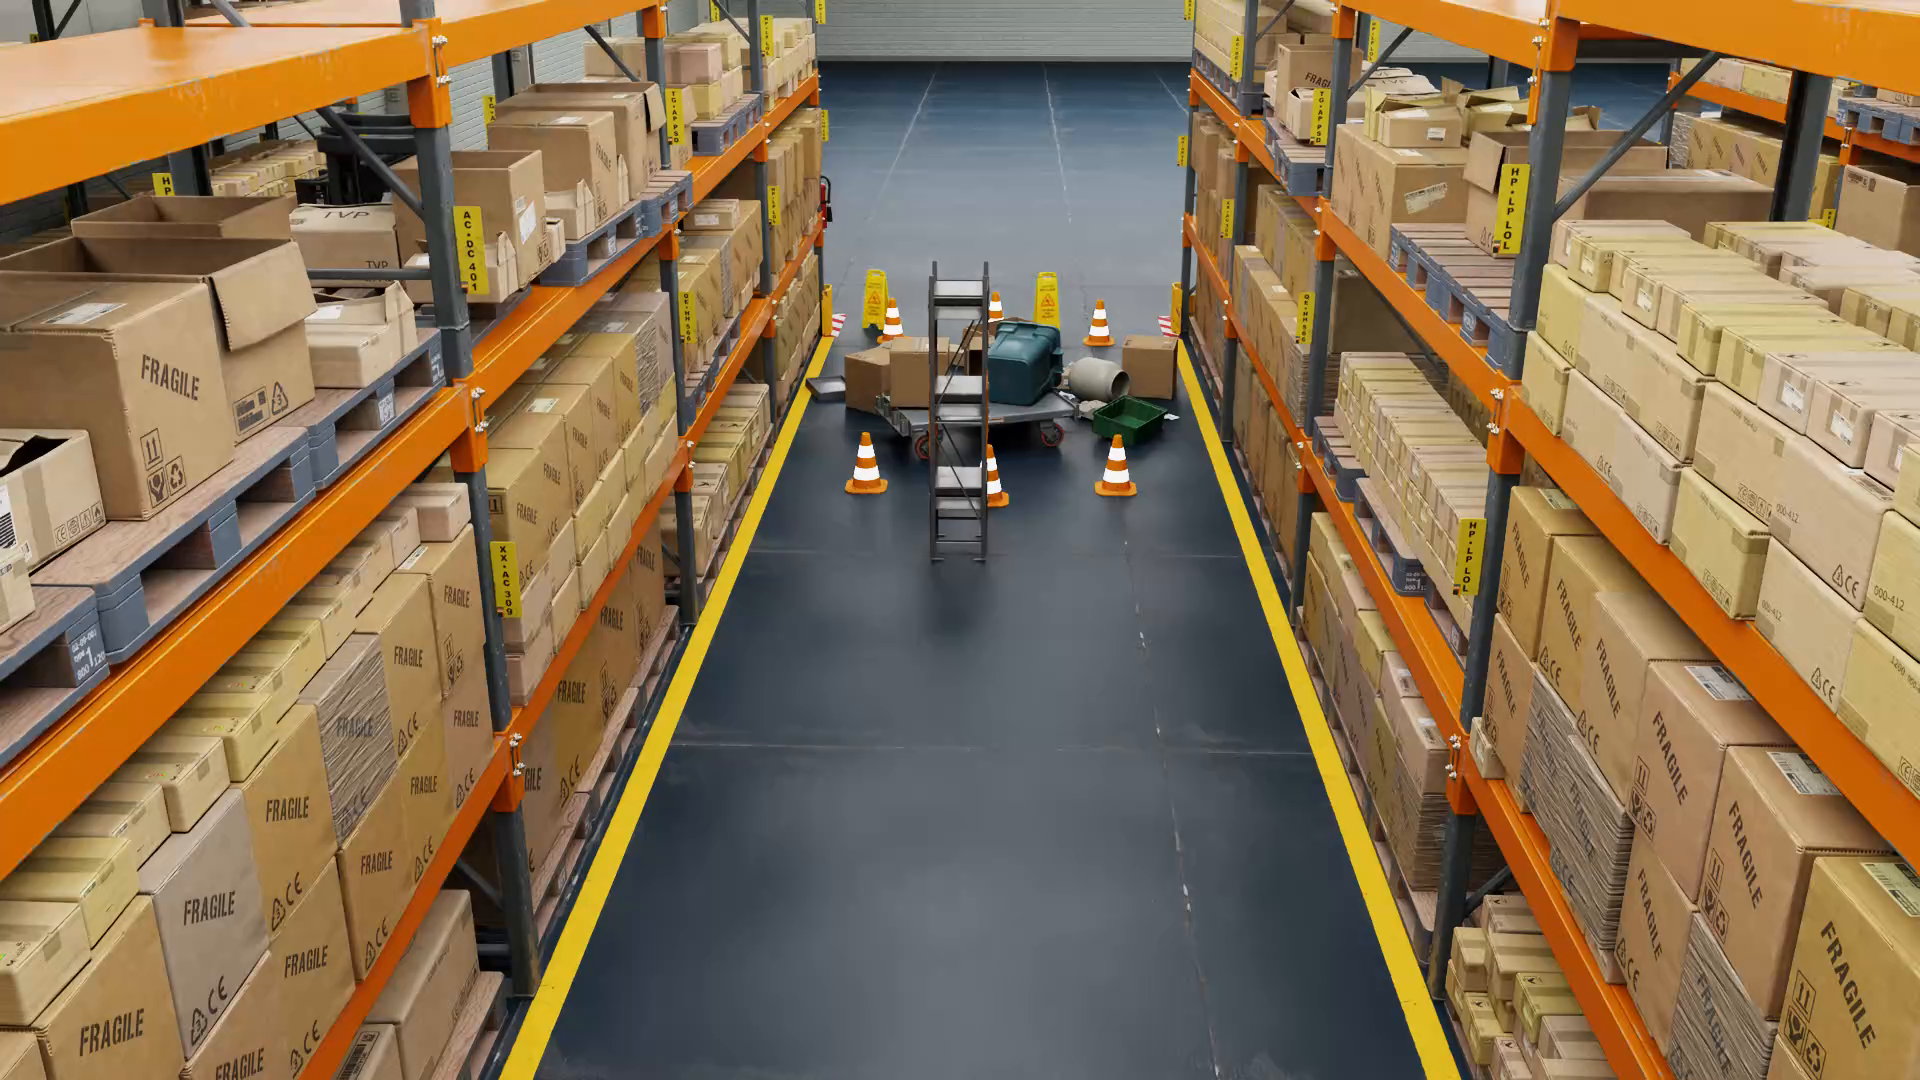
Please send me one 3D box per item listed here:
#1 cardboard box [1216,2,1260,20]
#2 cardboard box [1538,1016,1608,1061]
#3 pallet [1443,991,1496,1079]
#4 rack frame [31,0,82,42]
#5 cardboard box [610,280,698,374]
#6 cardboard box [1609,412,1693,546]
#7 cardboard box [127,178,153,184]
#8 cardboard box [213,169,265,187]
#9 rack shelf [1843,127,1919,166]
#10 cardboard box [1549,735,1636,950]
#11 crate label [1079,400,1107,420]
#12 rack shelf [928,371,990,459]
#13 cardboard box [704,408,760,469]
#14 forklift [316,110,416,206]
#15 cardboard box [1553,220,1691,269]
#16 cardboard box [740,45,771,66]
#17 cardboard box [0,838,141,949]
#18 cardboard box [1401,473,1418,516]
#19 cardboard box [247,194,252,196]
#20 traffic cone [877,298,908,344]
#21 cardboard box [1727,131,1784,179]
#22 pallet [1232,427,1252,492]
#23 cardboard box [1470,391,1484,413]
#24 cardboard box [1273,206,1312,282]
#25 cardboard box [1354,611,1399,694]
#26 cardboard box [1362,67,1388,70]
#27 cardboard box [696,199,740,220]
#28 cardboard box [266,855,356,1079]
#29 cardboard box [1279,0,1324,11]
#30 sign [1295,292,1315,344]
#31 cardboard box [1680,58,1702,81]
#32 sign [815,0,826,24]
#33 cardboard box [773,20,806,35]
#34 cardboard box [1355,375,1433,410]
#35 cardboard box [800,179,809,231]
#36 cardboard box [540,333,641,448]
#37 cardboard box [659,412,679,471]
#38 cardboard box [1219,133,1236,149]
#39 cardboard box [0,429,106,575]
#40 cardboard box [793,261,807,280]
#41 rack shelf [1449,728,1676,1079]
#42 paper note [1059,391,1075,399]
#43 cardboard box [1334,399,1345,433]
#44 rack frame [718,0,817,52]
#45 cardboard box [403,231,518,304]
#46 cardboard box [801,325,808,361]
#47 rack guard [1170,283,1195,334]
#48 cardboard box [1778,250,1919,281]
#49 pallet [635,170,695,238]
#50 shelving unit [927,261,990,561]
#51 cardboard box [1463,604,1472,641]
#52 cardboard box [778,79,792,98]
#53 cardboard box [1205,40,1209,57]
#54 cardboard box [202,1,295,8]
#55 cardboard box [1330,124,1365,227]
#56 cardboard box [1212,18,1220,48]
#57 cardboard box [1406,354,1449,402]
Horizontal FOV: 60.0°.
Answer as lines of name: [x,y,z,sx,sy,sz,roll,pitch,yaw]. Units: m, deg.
cardboard box: [2.560,-4.860,15.286,0.380,0.149,0.250,1,21,2]
cardboard box: [2.350,1.877,6.083,0.380,0.149,0.250,0,21,0]
pallet: [2.593,2.157,6.679,1.003,0.211,1.213,1,21,2]
rack frame: [-7.091,-5.147,13.355,1.000,3.000,0.127,1,21,2]
cardboard box: [-2.006,-1.392,10.840,0.500,0.500,0.500,0,21,0]
cardboard box: [2.259,-0.181,4.910,0.500,0.250,0.500,2,21,4]
cardboard box: [-7.394,-3.234,15.271,0.380,0.149,0.250,0,21,1]
cardboard box: [-6.824,-3.417,15.742,0.380,0.149,0.250,1,21,1]
rack shelf: [7.715,-2.528,11.745,1.077,0.370,4.000,1,21,2]
cardboard box: [2.252,0.965,5.346,0.500,0.500,0.500,0,21,0]
crate label: [1.240,-1.204,15.443,0.298,0.136,0.250,-16,26,-35]
rack shelf: [-0.005,-0.906,12.000,0.431,0.518,0.480,1,21,2]
cardboard box: [-2.161,-0.818,13.543,0.950,0.372,0.625,2,21,5]
forklift: [-4.518,-2.165,14.056,1.130,2.935,3.031,1,21,2]
cardboard box: [2.327,-1.032,5.859,0.380,0.149,0.250,0,21,1]
cardboard box: [-1.793,-4.061,13.945,0.380,0.149,0.250,0,21,1]
cardboard box: [-2.157,0.818,3.858,0.380,0.149,0.250,0,21,0]
cardboard box: [2.430,-0.227,8.322,0.380,0.149,0.250,1,21,2]
cardboard box: [-6.750,-3.088,15.307,0.380,0.149,0.250,1,21,3]
traffic cone: [-0.731,-2.391,18.052,0.336,0.463,0.334,1,21,2]
cardboard box: [7.564,-3.548,15.594,0.500,0.500,0.500,1,21,2]
pallet: [2.874,-0.699,14.040,1.003,0.211,1.213,1,21,2]
cardboard box: [3.126,-0.821,9.443,0.380,0.149,0.250,1,21,3]
cardboard box: [2.783,-2.244,12.644,0.700,0.500,0.500,1,21,2]
cardboard box: [2.379,0.584,8.715,0.500,0.250,0.500,0,21,-1]
cardboard box: [3.004,-3.401,12.490,0.500,0.250,0.500,0,21,1]
cardboard box: [-1.925,-2.562,12.958,0.380,0.149,0.250,0,21,0]
cardboard box: [-2.173,1.276,4.954,0.500,0.500,0.500,1,21,3]
cardboard box: [3.233,-5.036,15.740,0.380,0.149,0.250,0,21,1]
sign: [2.145,-1.378,10.332,0.100,0.325,0.005,1,21,2]
cardboard box: [7.625,-4.792,16.792,0.500,0.250,0.500,1,21,3]
sign: [-1.453,-5.541,17.293,0.100,0.325,0.005,1,21,2]
cardboard box: [-1.769,-5.178,16.826,0.380,0.149,0.250,1,21,3]
cardboard box: [2.475,-0.838,9.487,0.380,0.149,0.250,1,21,1]
cardboard box: [-1.787,-3.368,16.512,0.500,0.500,0.500,1,21,1]
cardboard box: [-2.034,-0.809,8.946,0.500,0.500,0.500,1,21,2]
cardboard box: [-2.007,-0.595,10.124,0.500,0.250,0.500,0,21,0]
cardboard box: [2.930,-3.571,15.886,0.875,0.550,0.500,1,21,2]
cardboard box: [-2.399,-0.098,3.893,0.500,0.311,0.500,1,21,3]
cardboard box: [-1.736,-2.697,16.621,0.380,0.149,0.250,2,21,4]
rack shelf: [2.518,1.672,5.068,1.077,0.370,4.000,1,21,2]
paper note: [1.034,-1.403,16.112,0.172,0.023,0.155,8,23,20]
cardboard box: [2.485,-0.752,10.087,0.380,0.149,0.250,0,21,1]
rack frame: [-2.007,-6.540,16.945,1.000,3.000,0.127,1,21,2]
cardboard box: [-2.007,-1.113,6.710,0.396,0.266,0.258,0,21,1]
cardboard box: [-1.797,-1.986,16.720,0.500,0.250,0.500,0,21,0]
rack guard: [2.944,-2.569,18.458,1.175,0.500,0.348,1,21,2]
cardboard box: [2.879,-0.834,5.349,0.380,0.149,0.250,1,21,2]
pallet: [-2.217,-1.928,9.465,1.213,0.211,1.003,2,21,4]
shelving unit: [-0.005,-0.919,11.995,0.431,2.100,0.503,1,21,2]
cardboard box: [2.393,0.389,7.147,0.380,0.149,0.250,0,21,0]
cardboard box: [-1.748,-4.154,15.288,0.380,0.149,0.250,0,21,1]
cardboard box: [2.582,-4.764,16.141,0.380,0.149,0.250,1,21,2]
cardboard box: [-6.870,-4.952,16.142,0.700,0.500,0.500,1,21,2]
cardboard box: [2.417,-2.074,9.444,0.500,0.500,0.500,1,21,2]
cardboard box: [2.627,-4.716,15.467,0.500,0.250,0.500,1,21,1]
cardboard box: [2.983,-1.039,10.922,0.500,0.500,0.500,1,21,2]
